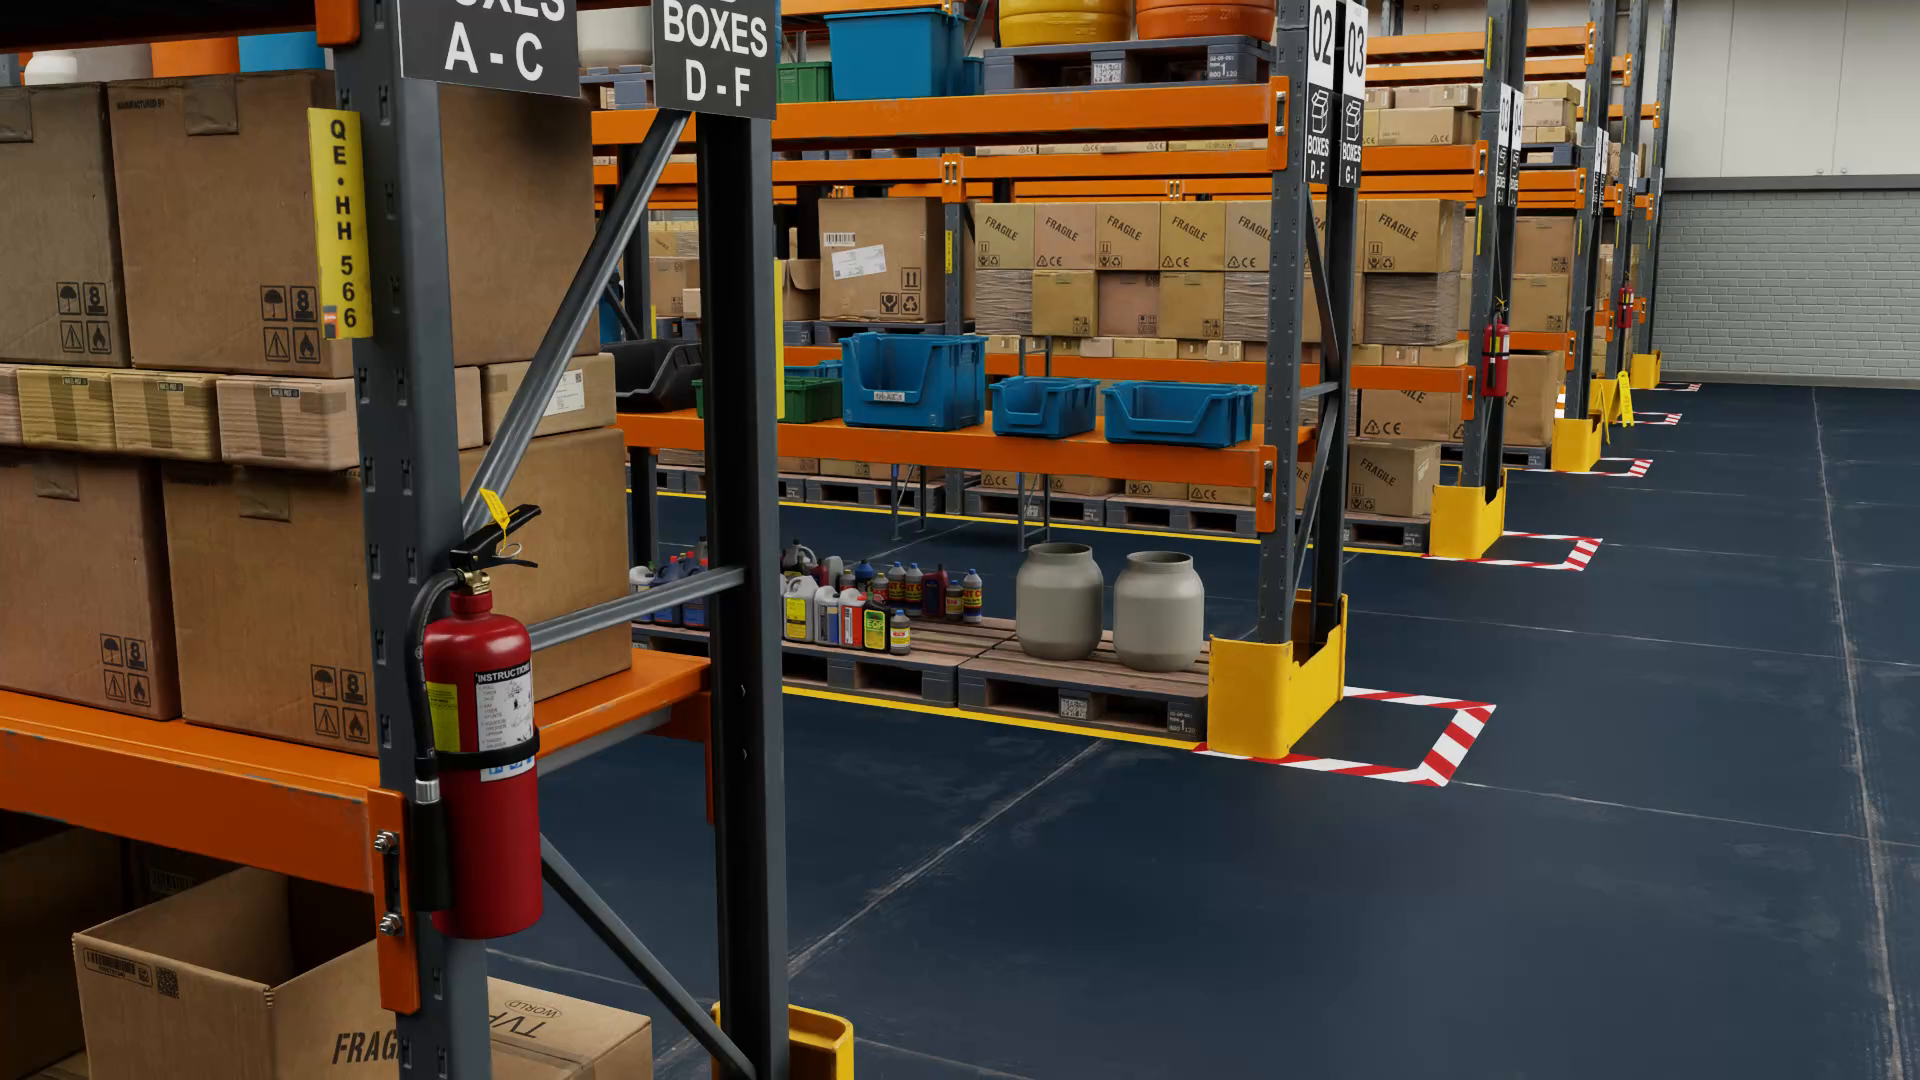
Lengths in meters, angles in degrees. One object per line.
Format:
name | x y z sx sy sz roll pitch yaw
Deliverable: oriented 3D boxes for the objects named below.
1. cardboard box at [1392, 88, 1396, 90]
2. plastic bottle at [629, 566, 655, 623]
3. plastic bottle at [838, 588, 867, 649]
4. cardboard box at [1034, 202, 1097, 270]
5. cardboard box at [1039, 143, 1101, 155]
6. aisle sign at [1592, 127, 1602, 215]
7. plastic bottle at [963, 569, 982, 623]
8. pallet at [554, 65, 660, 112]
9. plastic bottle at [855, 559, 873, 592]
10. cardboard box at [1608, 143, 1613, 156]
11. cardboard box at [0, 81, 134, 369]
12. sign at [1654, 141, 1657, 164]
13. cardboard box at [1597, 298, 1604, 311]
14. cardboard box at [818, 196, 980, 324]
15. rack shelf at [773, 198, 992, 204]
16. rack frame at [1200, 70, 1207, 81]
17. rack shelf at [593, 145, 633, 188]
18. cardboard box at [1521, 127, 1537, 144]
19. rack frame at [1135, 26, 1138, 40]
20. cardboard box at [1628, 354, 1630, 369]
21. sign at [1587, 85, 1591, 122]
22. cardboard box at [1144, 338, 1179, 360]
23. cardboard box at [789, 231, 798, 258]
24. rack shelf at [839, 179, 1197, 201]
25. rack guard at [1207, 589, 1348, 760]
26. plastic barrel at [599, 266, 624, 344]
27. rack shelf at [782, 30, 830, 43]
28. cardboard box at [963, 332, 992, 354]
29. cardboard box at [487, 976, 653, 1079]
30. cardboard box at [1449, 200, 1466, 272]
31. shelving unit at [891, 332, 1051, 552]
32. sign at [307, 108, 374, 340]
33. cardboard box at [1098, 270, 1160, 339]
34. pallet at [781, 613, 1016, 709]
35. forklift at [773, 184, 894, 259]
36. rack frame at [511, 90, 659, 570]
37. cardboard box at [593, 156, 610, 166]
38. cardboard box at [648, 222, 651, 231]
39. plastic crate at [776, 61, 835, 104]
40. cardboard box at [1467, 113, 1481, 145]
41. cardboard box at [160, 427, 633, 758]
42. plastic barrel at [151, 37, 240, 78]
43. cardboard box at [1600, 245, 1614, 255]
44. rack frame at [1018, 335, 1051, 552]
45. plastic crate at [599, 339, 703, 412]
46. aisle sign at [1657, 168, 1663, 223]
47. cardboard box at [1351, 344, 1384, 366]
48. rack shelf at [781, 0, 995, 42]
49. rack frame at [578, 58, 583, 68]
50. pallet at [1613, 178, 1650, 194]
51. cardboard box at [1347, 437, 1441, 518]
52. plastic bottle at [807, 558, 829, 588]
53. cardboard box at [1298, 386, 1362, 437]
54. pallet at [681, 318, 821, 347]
cardboard box | 4.209 -4.315 16.233 0.250 0.149 0.380 5 11 26
plastic bottle | -1.641 0.278 8.683 0.135 0.276 0.152 5 12 28
plastic bottle | -0.503 0.378 8.130 0.135 0.276 0.152 5 11 26
cardboard box | 0.897 -2.325 12.731 0.500 0.500 0.500 5 11 26
cardboard box | 0.924 -3.038 12.591 0.500 0.250 0.500 5 11 25
aisle sign | 5.960 -3.448 15.557 0.004 0.787 0.394 5 11 26
plastic bottle | 0.064 0.287 8.648 0.097 0.271 0.097 0 10 0
pallet | -1.345 -2.304 8.644 1.003 0.211 1.213 5 11 26
plastic bottle | -0.515 0.236 8.929 0.097 0.271 0.097 0 10 0
cardboard box | 7.900 -4.826 20.515 0.250 0.149 0.380 5 11 25
cardboard box | -1.577 -0.627 3.348 0.500 0.500 0.700 5 11 24
sign | 10.069 -5.601 24.066 0.005 0.325 0.100 5 11 26
cardboard box | 7.916 -2.957 20.849 0.250 0.149 0.380 5 11 26
cardboard box | -0.494 -2.340 13.871 1.000 1.000 1.000 5 11 26
rack shelf | -0.839 -4.930 24.647 4.000 0.370 1.077 5 11 26
rack frame | 2.442 -5.489 17.291 0.127 3.000 1.000 5 11 26
rack shelf | -3.828 -2.241 9.790 4.000 0.370 1.077 5 11 26
cardboard box | 5.355 -3.822 15.749 0.250 0.149 0.380 5 11 26
rack frame | 3.147 -7.396 27.827 0.127 3.000 1.000 5 11 26
cardboard box | 9.968 -2.737 25.472 0.500 0.250 0.500 5 11 26
sign | 5.777 -4.009 15.272 0.005 0.325 0.100 5 11 26
cardboard box | 1.568 -1.448 12.515 0.250 0.149 0.380 5 11 26
cardboard box | -2.365 -4.427 25.178 0.500 0.500 0.500 5 11 26
rack shelf | 0.648 -3.817 18.493 4.000 0.370 1.077 5 11 26
rack guard | 1.463 0.585 7.594 0.348 0.500 1.175 5 11 26
plastic barrel | -2.247 -1.287 9.513 0.708 0.901 0.600 5 11 26
rack shelf | -2.233 -9.150 30.207 4.000 0.370 1.077 5 11 26
cardboard box | 0.216 -1.564 13.156 0.250 0.149 0.380 5 11 26
cardboard box | -1.025 1.213 3.648 0.500 0.250 0.500 5 11 26
cardboard box | 3.371 -2.212 12.106 0.500 0.500 0.500 5 11 26
shelving unit | 0.077 -0.731 12.060 1.048 1.500 0.538 5 11 26
sign | -0.895 -0.457 2.414 0.005 0.325 0.100 5 11 26
cardboard box | 1.459 -1.835 12.829 0.500 0.500 0.875 5 11 26
pallet | -0.353 0.566 8.511 1.213 0.211 1.003 5 11 26
forklift | -1.468 -2.200 16.157 1.130 2.935 3.031 -10 14 -44
rack frame | -2.035 -0.962 9.122 0.127 3.000 1.000 5 11 26
cardboard box | -3.122 -3.393 14.551 0.500 0.250 0.500 5 12 27
cardboard box | -4.867 -4.965 26.330 0.250 0.149 0.380 5 11 26
plastic crate | -0.740 -2.166 7.946 0.450 0.188 0.336 5 11 26
cardboard box | 3.426 -2.919 11.935 0.500 0.250 0.500 5 12 28
cardboard box | -1.056 0.056 3.216 0.500 0.500 0.700 5 11 26
plastic barrel | -4.395 -2.813 9.724 0.708 0.830 0.600 5 11 26
cardboard box | 9.672 -4.337 24.835 0.250 0.149 0.380 5 11 26
rack frame | 0.532 -0.691 11.838 0.032 1.500 0.500 5 11 26
plastic crate | -1.622 -0.870 8.787 0.504 0.338 0.767 5 11 26
aisle sign | 10.251 -5.041 24.358 0.004 0.787 0.394 5 11 26
cardboard box | 2.926 -1.335 11.888 0.250 0.149 0.380 5 11 26
rack shelf | -1.637 -4.312 13.929 4.000 0.370 1.077 5 11 26
rack frame | -6.220 -7.233 26.928 0.127 3.000 1.000 5 11 26
pallet | 9.699 -5.306 24.949 1.213 0.211 1.003 5 11 26
cardboard box | 3.191 -0.466 12.223 0.500 0.500 0.500 8 13 36
plastic bottle | -0.771 0.234 8.906 0.133 0.283 0.061 5 11 26
cardboard box | 3.785 -1.567 17.253 0.875 0.875 0.875 5 11 26
pallet | -1.637 -1.824 14.425 1.213 0.211 1.003 5 11 26
